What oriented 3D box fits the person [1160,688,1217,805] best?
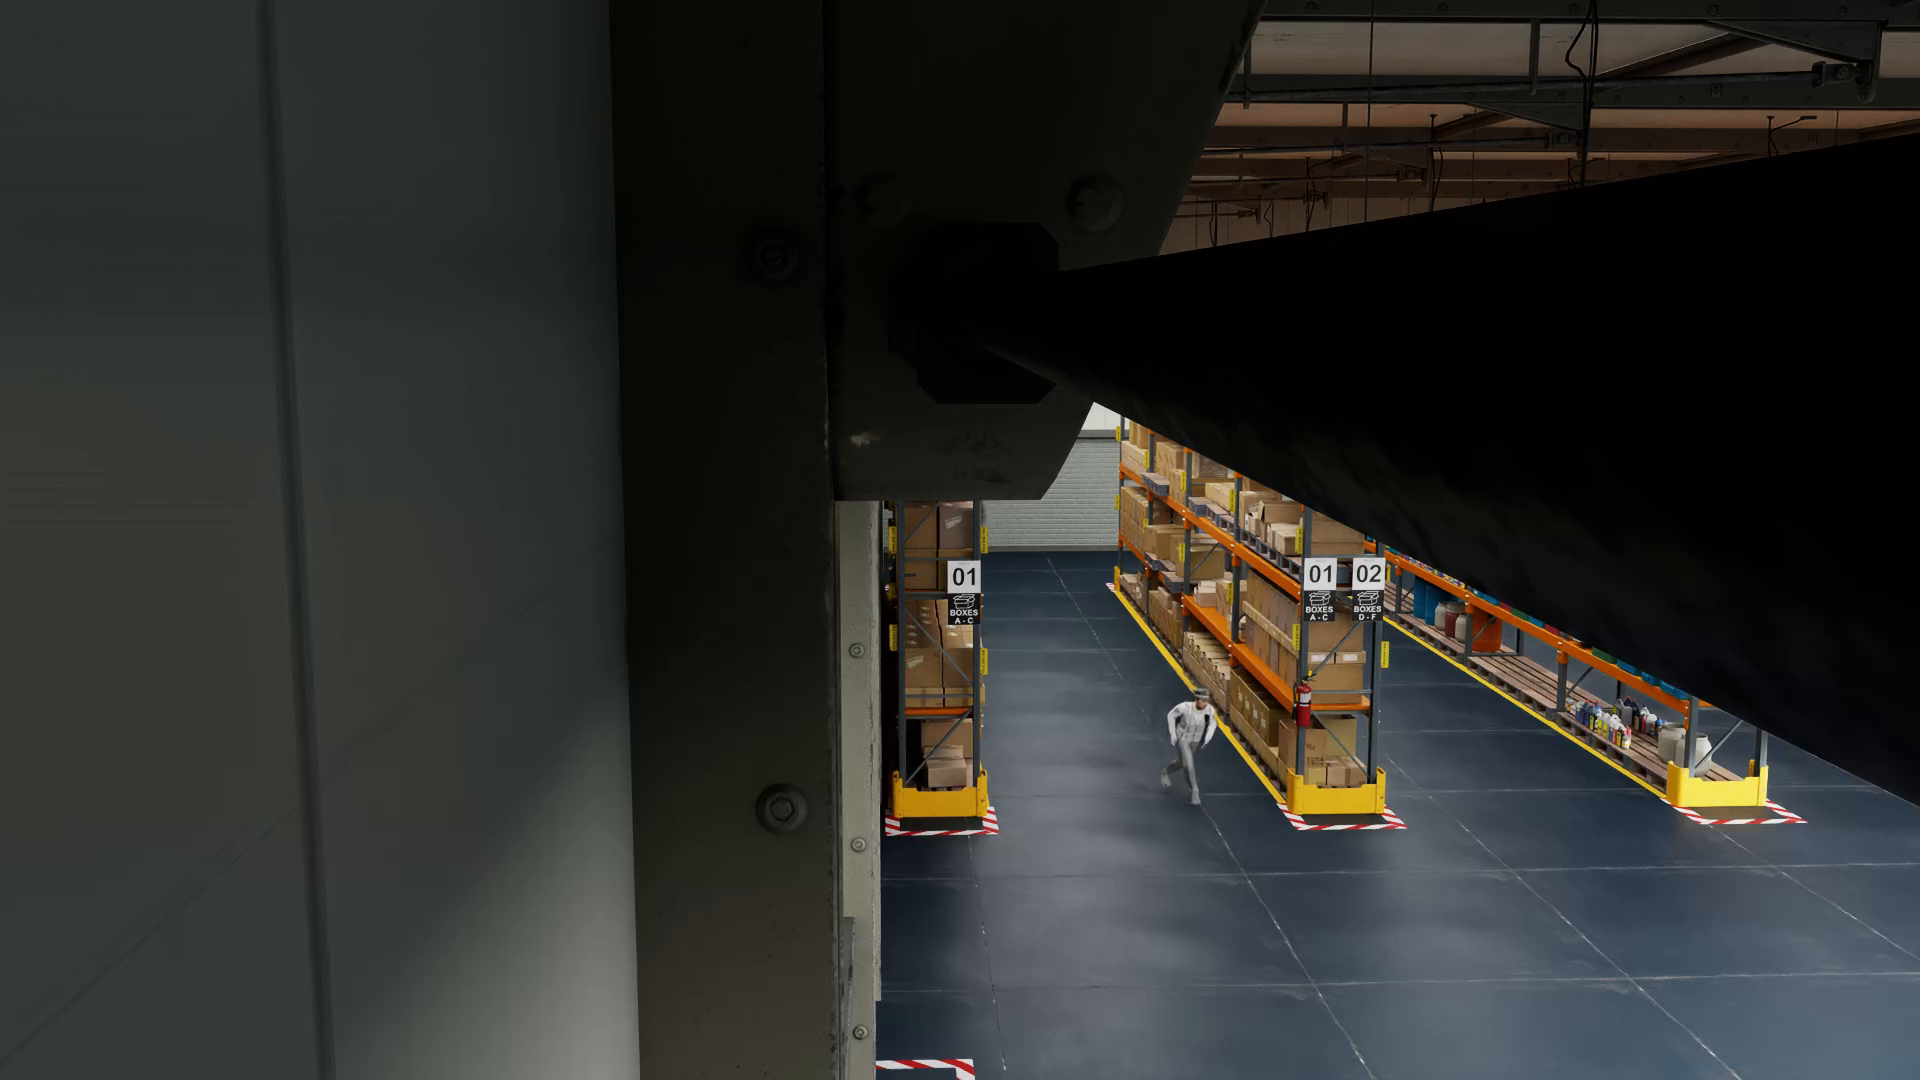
[{"bbox_3d":[2.902,2.563,21.260,0.607,1.532,1.007,-3,9,-19],"label":"person"}]

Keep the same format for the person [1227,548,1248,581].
[{"bbox_3d":[5.804,0.518,34.744,0.550,1.715,0.848,-1,8,-8],"label":"person"}]
